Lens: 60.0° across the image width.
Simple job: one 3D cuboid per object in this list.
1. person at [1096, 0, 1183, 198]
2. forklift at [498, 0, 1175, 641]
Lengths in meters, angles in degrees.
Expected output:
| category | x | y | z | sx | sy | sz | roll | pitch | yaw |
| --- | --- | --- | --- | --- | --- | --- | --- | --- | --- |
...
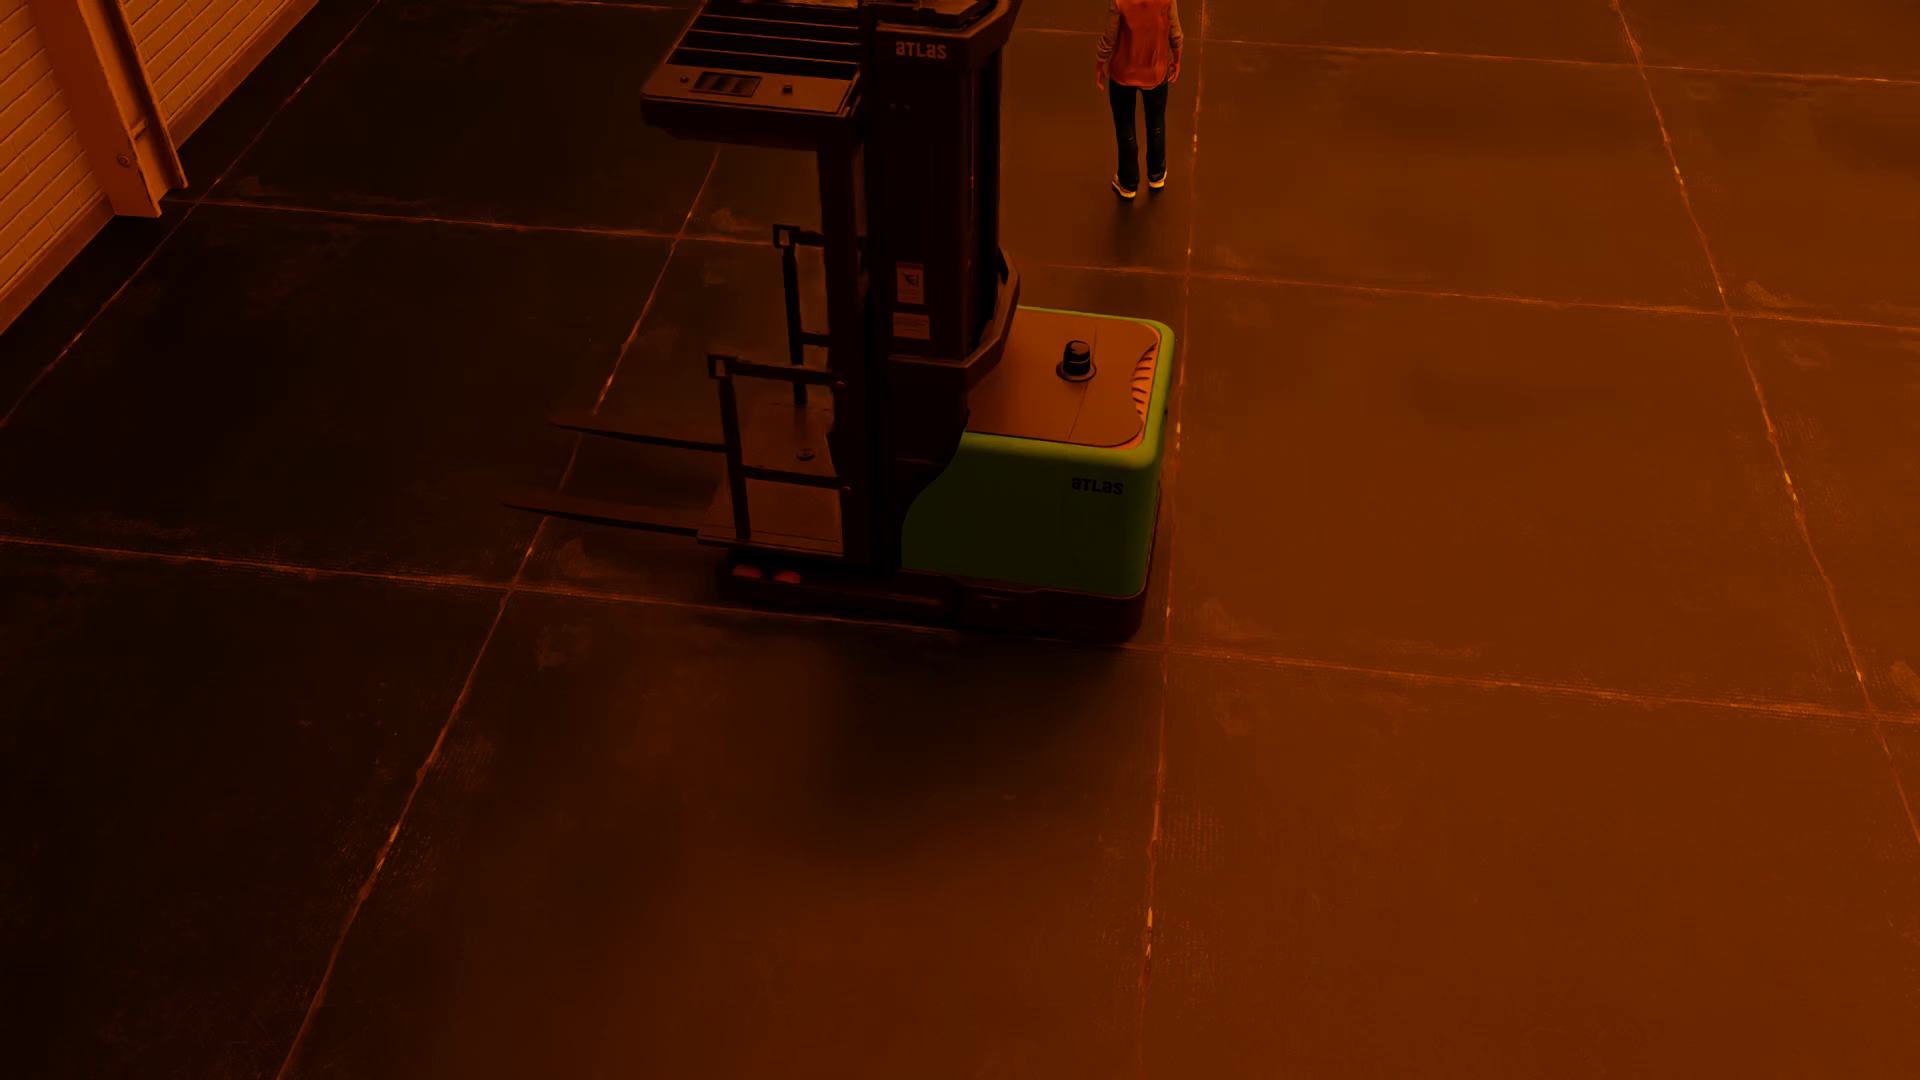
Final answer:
| category | x | y | z | sx | sy | sz | roll | pitch | yaw |
| --- | --- | --- | --- | --- | --- | --- | --- | --- | --- |
| person | 1.035 | -2.746 | 9.689 | 0.520 | 1.597 | 0.475 | -2 | 43 | -3 |
| forklift | -0.606 | -1.125 | 6.948 | 3.031 | 2.935 | 1.130 | 7 | 43 | 8 |
